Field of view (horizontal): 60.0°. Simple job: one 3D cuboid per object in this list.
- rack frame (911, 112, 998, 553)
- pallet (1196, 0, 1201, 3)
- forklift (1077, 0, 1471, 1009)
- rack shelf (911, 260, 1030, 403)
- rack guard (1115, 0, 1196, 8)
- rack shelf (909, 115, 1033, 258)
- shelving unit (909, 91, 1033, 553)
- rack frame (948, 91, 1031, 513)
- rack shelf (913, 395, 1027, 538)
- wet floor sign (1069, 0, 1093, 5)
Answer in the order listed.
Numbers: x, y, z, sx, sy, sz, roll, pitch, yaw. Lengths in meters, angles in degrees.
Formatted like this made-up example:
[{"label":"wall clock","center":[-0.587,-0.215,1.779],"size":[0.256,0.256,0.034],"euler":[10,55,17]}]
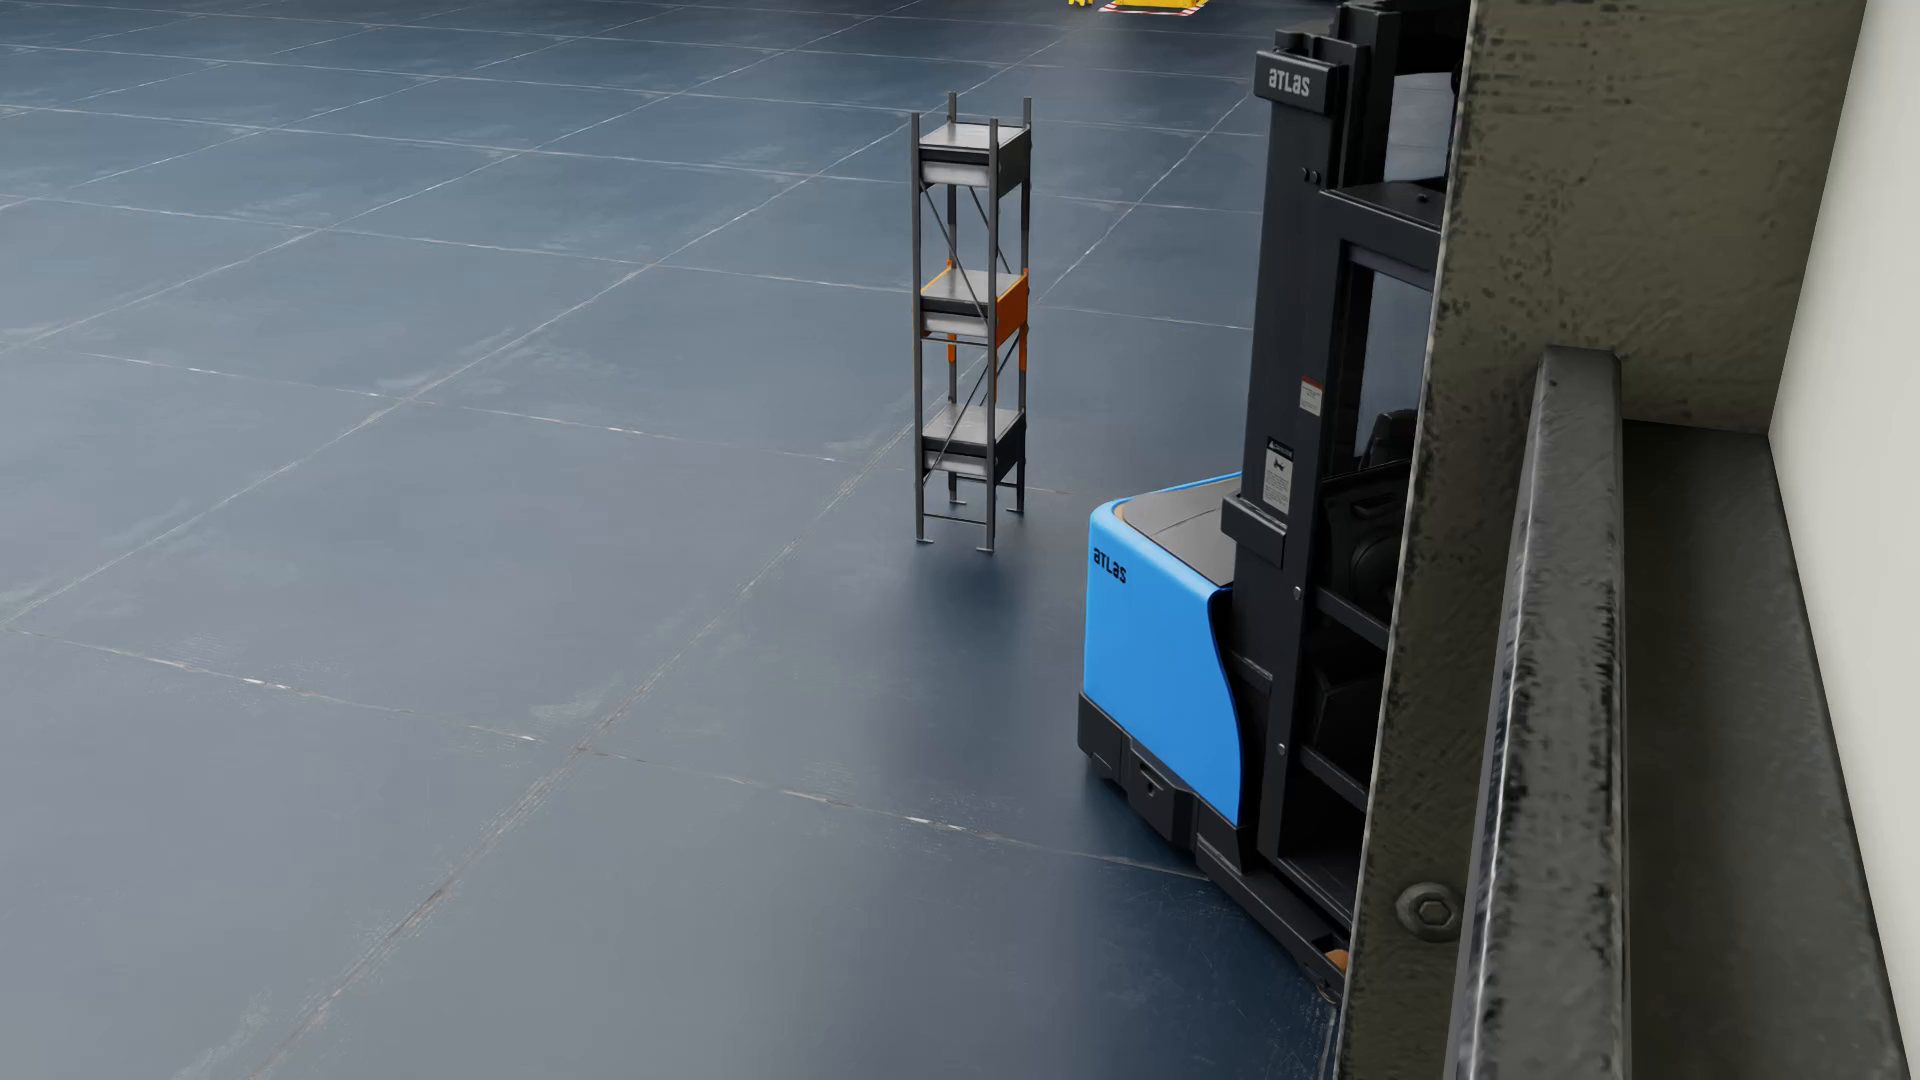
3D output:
[{"label":"rack frame","center":[-0.026,-0.913,7.726],"size":[0.400,2.100,0.015],"euler":[9,27,17]},{"label":"pallet","center":[3.196,-8.342,25.237],"size":[1.003,0.211,1.213],"euler":[9,27,17]},{"label":"forklift","center":[1.589,-0.011,4.909],"size":[1.130,2.935,3.031],"euler":[-13,29,-25]},{"label":"rack shelf","center":[0.055,-1.001,7.939],"size":[0.431,0.518,0.480],"euler":[9,27,17]},{"label":"rack guard","center":[2.892,-8.143,24.496],"size":[1.175,0.500,0.348],"euler":[9,27,17]},{"label":"rack shelf","center":[0.055,-1.631,7.634],"size":[0.431,0.518,0.480],"euler":[9,27,17]},{"label":"shelving unit","center":[0.055,-1.013,7.933],"size":[0.431,2.100,0.503],"euler":[9,27,17]},{"label":"rack frame","center":[0.136,-1.113,8.140],"size":[0.400,2.100,0.015],"euler":[9,27,17]},{"label":"rack shelf","center":[0.055,-0.371,8.244],"size":[0.431,0.518,0.480],"euler":[9,27,17]},{"label":"wet floor sign","center":[1.795,-8.255,24.559],"size":[0.267,0.644,0.232],"euler":[20,32,35]}]
